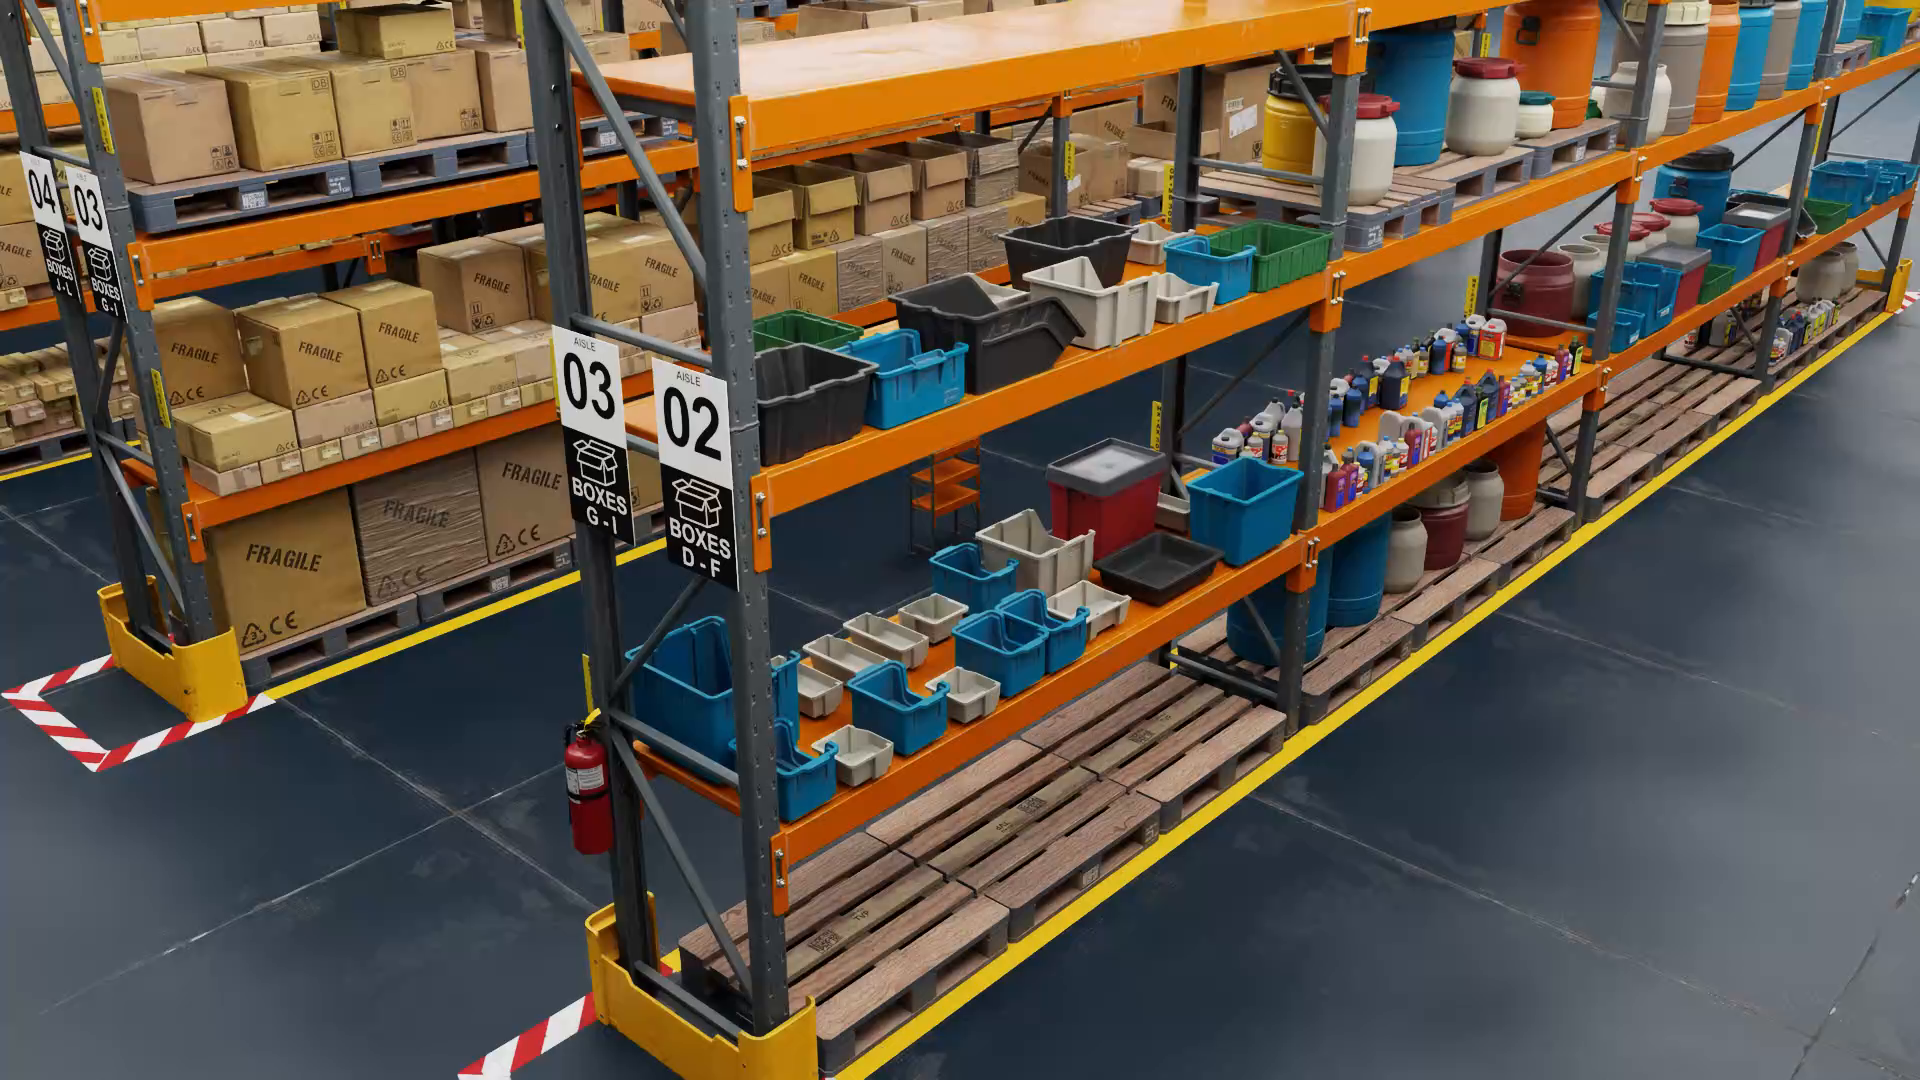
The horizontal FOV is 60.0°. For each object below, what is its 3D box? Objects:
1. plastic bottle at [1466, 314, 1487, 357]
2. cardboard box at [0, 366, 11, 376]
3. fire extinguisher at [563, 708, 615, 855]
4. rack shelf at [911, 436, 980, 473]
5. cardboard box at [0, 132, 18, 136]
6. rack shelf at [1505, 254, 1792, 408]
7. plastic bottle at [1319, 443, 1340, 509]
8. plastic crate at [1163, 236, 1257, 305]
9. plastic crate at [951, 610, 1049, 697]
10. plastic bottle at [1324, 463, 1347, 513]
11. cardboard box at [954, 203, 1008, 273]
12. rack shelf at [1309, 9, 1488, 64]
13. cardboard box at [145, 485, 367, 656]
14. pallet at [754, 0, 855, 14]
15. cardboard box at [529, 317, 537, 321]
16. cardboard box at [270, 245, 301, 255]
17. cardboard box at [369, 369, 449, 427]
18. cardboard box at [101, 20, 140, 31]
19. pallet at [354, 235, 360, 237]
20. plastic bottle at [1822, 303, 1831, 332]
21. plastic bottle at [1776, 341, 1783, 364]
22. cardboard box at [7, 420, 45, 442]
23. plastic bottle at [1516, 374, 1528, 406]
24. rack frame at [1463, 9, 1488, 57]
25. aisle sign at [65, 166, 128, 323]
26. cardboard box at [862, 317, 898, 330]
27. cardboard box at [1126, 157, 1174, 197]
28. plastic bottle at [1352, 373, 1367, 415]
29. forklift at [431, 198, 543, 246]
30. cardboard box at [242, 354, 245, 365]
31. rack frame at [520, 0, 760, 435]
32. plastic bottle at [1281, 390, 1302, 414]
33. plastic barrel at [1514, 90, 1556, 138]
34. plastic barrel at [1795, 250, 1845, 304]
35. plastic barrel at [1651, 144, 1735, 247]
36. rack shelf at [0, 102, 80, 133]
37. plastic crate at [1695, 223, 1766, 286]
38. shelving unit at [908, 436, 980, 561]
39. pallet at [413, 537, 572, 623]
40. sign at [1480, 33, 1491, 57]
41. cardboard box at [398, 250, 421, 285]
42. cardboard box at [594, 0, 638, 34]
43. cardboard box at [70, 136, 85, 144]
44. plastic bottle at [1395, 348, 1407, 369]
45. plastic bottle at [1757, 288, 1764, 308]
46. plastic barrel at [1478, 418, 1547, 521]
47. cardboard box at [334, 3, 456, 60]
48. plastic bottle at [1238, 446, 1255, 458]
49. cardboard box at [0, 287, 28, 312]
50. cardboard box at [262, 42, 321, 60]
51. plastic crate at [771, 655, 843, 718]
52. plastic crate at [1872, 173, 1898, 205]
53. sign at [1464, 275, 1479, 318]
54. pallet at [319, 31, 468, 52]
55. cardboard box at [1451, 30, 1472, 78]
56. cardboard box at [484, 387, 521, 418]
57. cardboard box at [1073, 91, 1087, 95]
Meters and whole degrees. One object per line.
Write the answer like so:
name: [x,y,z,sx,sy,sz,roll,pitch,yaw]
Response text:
plastic bottle: [3.701,-1.482,12.012,0.152,0.276,0.135,20,31,38]
cardboard box: [-8.049,-1.336,13.779,0.380,0.149,0.250,21,32,38]
fire extinguisher: [-1.548,0.982,6.914,0.296,0.674,0.183,20,31,38]
rack shelf: [-0.110,-0.640,11.799,0.258,0.148,0.480,20,31,38]
cardboard box: [-9.966,-4.098,17.573,0.500,0.500,0.500,19,31,36]
rack shelf: [5.565,-1.863,13.590,1.077,0.370,4.000,20,31,38]
plastic bottle: [2.064,-0.372,9.445,0.144,0.351,0.185,20,31,38]
plastic crate: [1.191,-1.291,7.973,0.416,0.233,0.300,20,31,38]
plastic crate: [0.180,0.518,7.532,0.416,0.233,0.300,20,31,38]
plastic bottle: [2.123,-0.306,9.379,0.061,0.283,0.133,20,31,38]
cardboard box: [0.060,-2.612,14.258,0.500,0.500,0.500,20,31,37]
rack shelf: [4.546,-5.803,18.711,1.077,0.370,4.000,20,31,38]
cardboard box: [-4.430,0.064,10.496,0.875,0.875,0.875,20,31,38]
pallet: [-1.950,-6.155,18.846,1.003,0.211,1.213,22,32,40]
cardboard box: [-2.972,-1.562,11.857,0.500,0.250,0.500,20,31,37]
cardboard box: [-6.084,-2.662,14.799,0.380,0.149,0.250,22,32,39]
cardboard box: [-3.596,-0.949,10.492,0.500,0.250,0.500,19,30,36]
cardboard box: [-6.757,-4.158,13.246,0.380,0.149,0.250,20,31,37]
pallet: [-7.420,-4.149,21.216,1.003,0.211,1.213,20,31,38]
plastic bottle: [8.389,-2.187,16.223,0.152,0.276,0.135,19,30,36]
plastic bottle: [7.507,-1.733,15.303,0.097,0.201,0.097,0,24,0]
cardboard box: [-7.722,-0.948,13.639,0.380,0.149,0.250,20,31,37]
plastic bottle: [3.708,-1.003,11.035,0.097,0.201,0.097,0,24,0]
rack frame: [5.881,-5.372,20.536,1.000,3.000,0.127,20,31,38]
aisle sign: [-4.622,-1.580,8.901,0.394,0.787,0.004,20,31,38]
cardboard box: [-1.120,-1.411,13.786,1.225,0.875,0.875,19,30,36]
cardboard box: [1.832,-3.506,16.044,0.500,0.250,0.500,19,30,36]
plastic bottle: [2.599,-0.957,10.846,0.097,0.271,0.097,0,24,0]
forklift: [-3.635,-2.497,14.209,1.130,2.935,3.031,19,31,36]
cardboard box: [-6.461,-1.640,14.820,0.380,0.149,0.250,21,32,39]
rack frame: [-1.109,-1.882,5.420,1.000,3.000,0.127,20,31,38]
plastic bottle: [2.054,-0.767,10.325,0.144,0.351,0.185,20,31,38]
plastic barrel: [3.624,-2.713,10.595,0.301,0.262,0.301,0,24,0]
plastic barrel: [8.853,-2.702,17.109,0.421,0.512,0.421,0,24,0]
plastic barrel: [6.416,-2.995,14.621,0.600,0.901,0.708,20,31,38]
rack shelf: [-7.089,-3.532,13.646,1.077,0.370,4.000,20,31,38]
plastic crate: [6.395,-2.373,13.866,0.392,0.384,0.575,20,31,38]
shelving unit: [-0.110,-0.497,11.863,0.258,1.200,0.503,20,31,38]
pallet: [-3.508,0.140,11.651,1.003,0.211,1.213,20,31,38]
sign: [6.281,-5.887,19.883,0.100,0.325,0.005,20,31,38]
cardboard box: [-5.064,-2.647,16.085,0.500,0.250,0.500,19,30,35]
cardboard box: [-3.600,-5.335,16.665,0.500,0.500,0.500,20,31,38]
cardboard box: [-6.893,-3.048,13.646,0.500,0.500,0.500,19,30,36]
plastic bottle: [2.986,-1.171,11.323,0.097,0.271,0.097,0,24,0]
plastic bottle: [8.127,-2.508,16.946,0.097,0.271,0.097,0,24,0]
plastic barrel: [3.916,-0.630,12.099,0.600,0.830,0.708,20,31,38]
cardboard box: [-3.442,-3.104,10.137,0.500,0.250,0.500,19,30,36]
plastic bottle: [1.688,-0.453,9.808,0.097,0.201,0.097,0,24,0]
cardboard box: [-7.605,-1.933,13.174,0.380,0.149,0.250,19,30,36]
cardboard box: [-5.881,-4.178,14.390,0.500,0.250,0.500,21,32,39]
plastic crate: [-0.700,0.650,7.354,0.396,0.136,0.243,20,31,38]
plastic crate: [9.021,-3.521,16.590,0.499,0.251,0.408,20,31,38]
sign: [3.816,-1.805,12.381,0.100,0.325,0.005,20,31,38]
pallet: [-5.263,-4.543,15.251,1.213,0.211,1.003,20,31,38]
cardboard box: [5.698,-5.775,19.726,0.500,0.500,0.500,20,31,38]
cardboard box: [-3.115,-0.950,10.981,0.380,0.149,0.250,21,31,38]
cardboard box: [1.223,-6.390,22.624,0.875,0.550,0.550,20,31,38]
